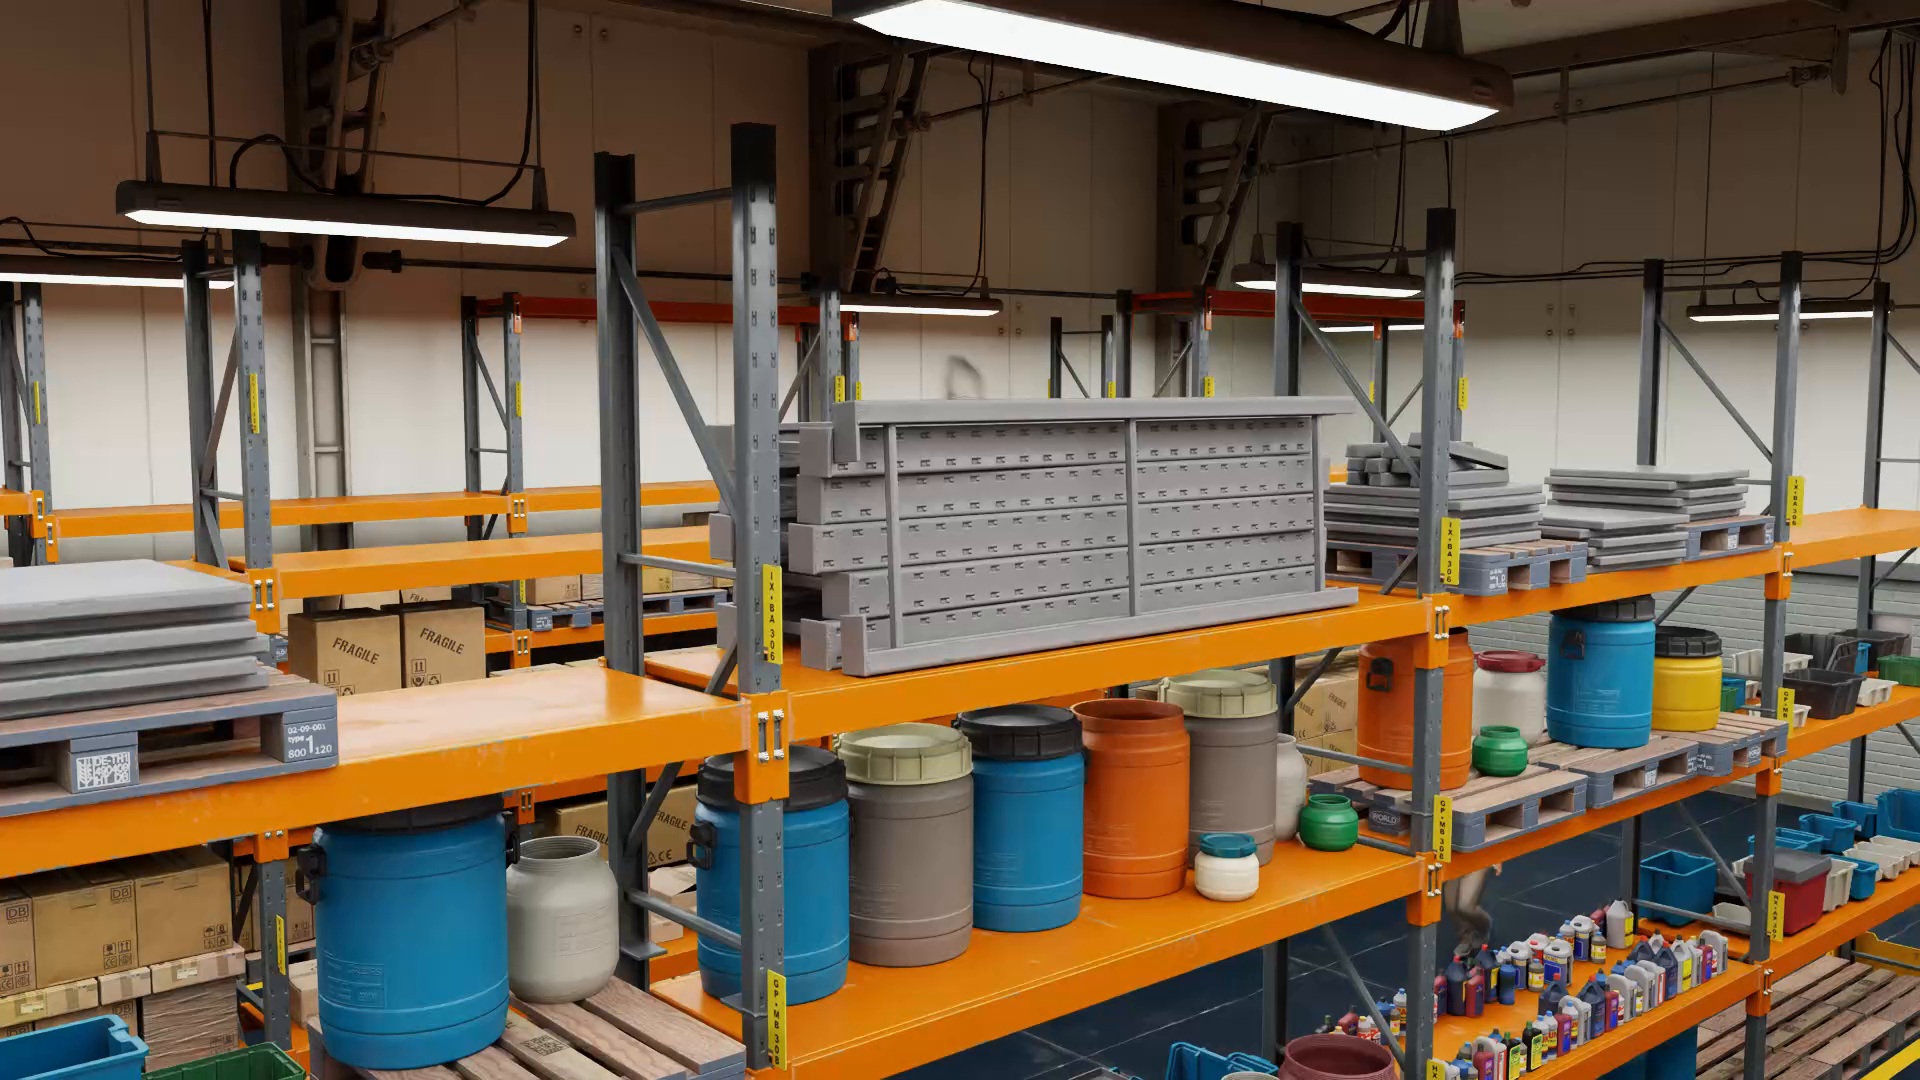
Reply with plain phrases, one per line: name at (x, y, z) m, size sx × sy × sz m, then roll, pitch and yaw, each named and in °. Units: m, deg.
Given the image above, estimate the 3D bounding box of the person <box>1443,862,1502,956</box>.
person at (4.507, 2.921, 14.873) m, size 0.648 × 1.678 × 0.661 m, roll 4°, pitch 7°, yaw 40°
